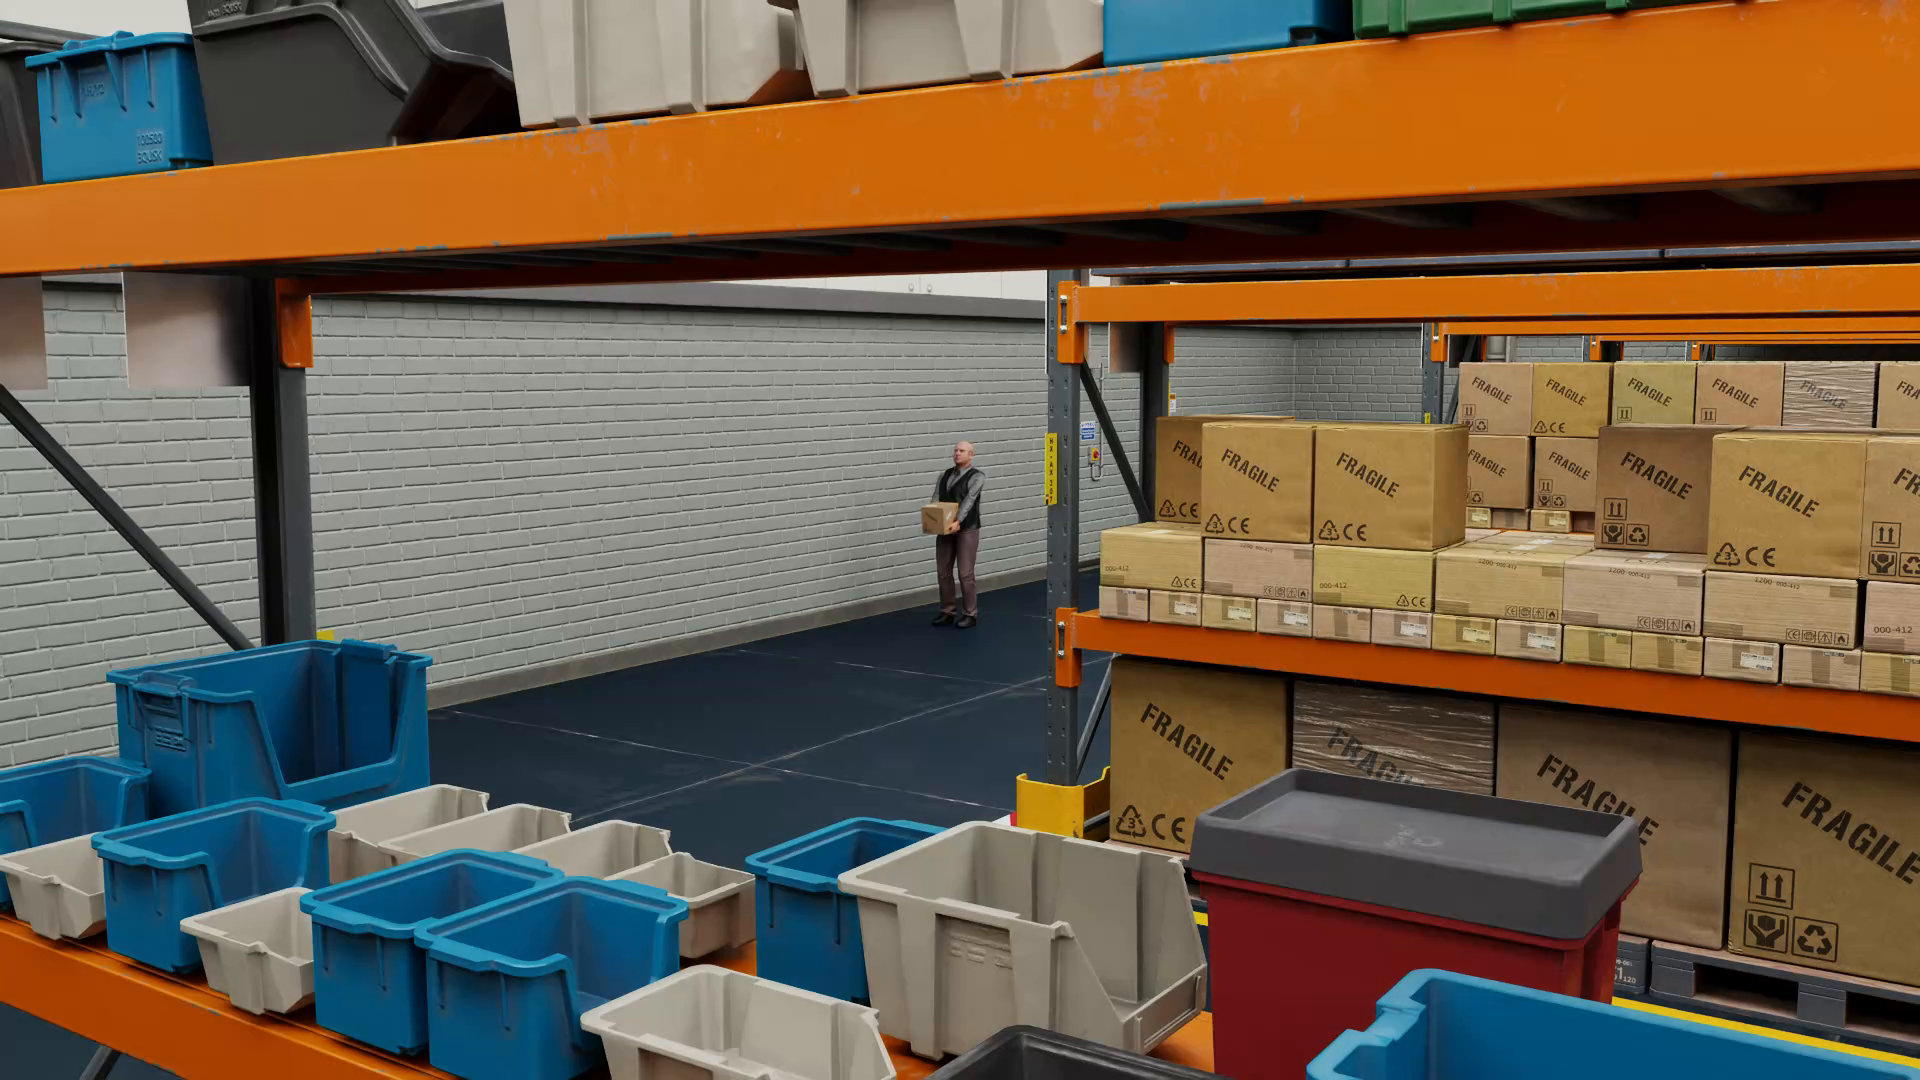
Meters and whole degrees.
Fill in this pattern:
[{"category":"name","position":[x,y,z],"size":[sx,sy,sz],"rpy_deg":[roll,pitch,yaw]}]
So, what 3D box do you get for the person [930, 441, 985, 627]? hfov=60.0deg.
[{"category":"person","position":[-0.062,-0.049,15.377],"size":[0.494,1.711,0.559],"rpy_deg":[4,8,34]}]
